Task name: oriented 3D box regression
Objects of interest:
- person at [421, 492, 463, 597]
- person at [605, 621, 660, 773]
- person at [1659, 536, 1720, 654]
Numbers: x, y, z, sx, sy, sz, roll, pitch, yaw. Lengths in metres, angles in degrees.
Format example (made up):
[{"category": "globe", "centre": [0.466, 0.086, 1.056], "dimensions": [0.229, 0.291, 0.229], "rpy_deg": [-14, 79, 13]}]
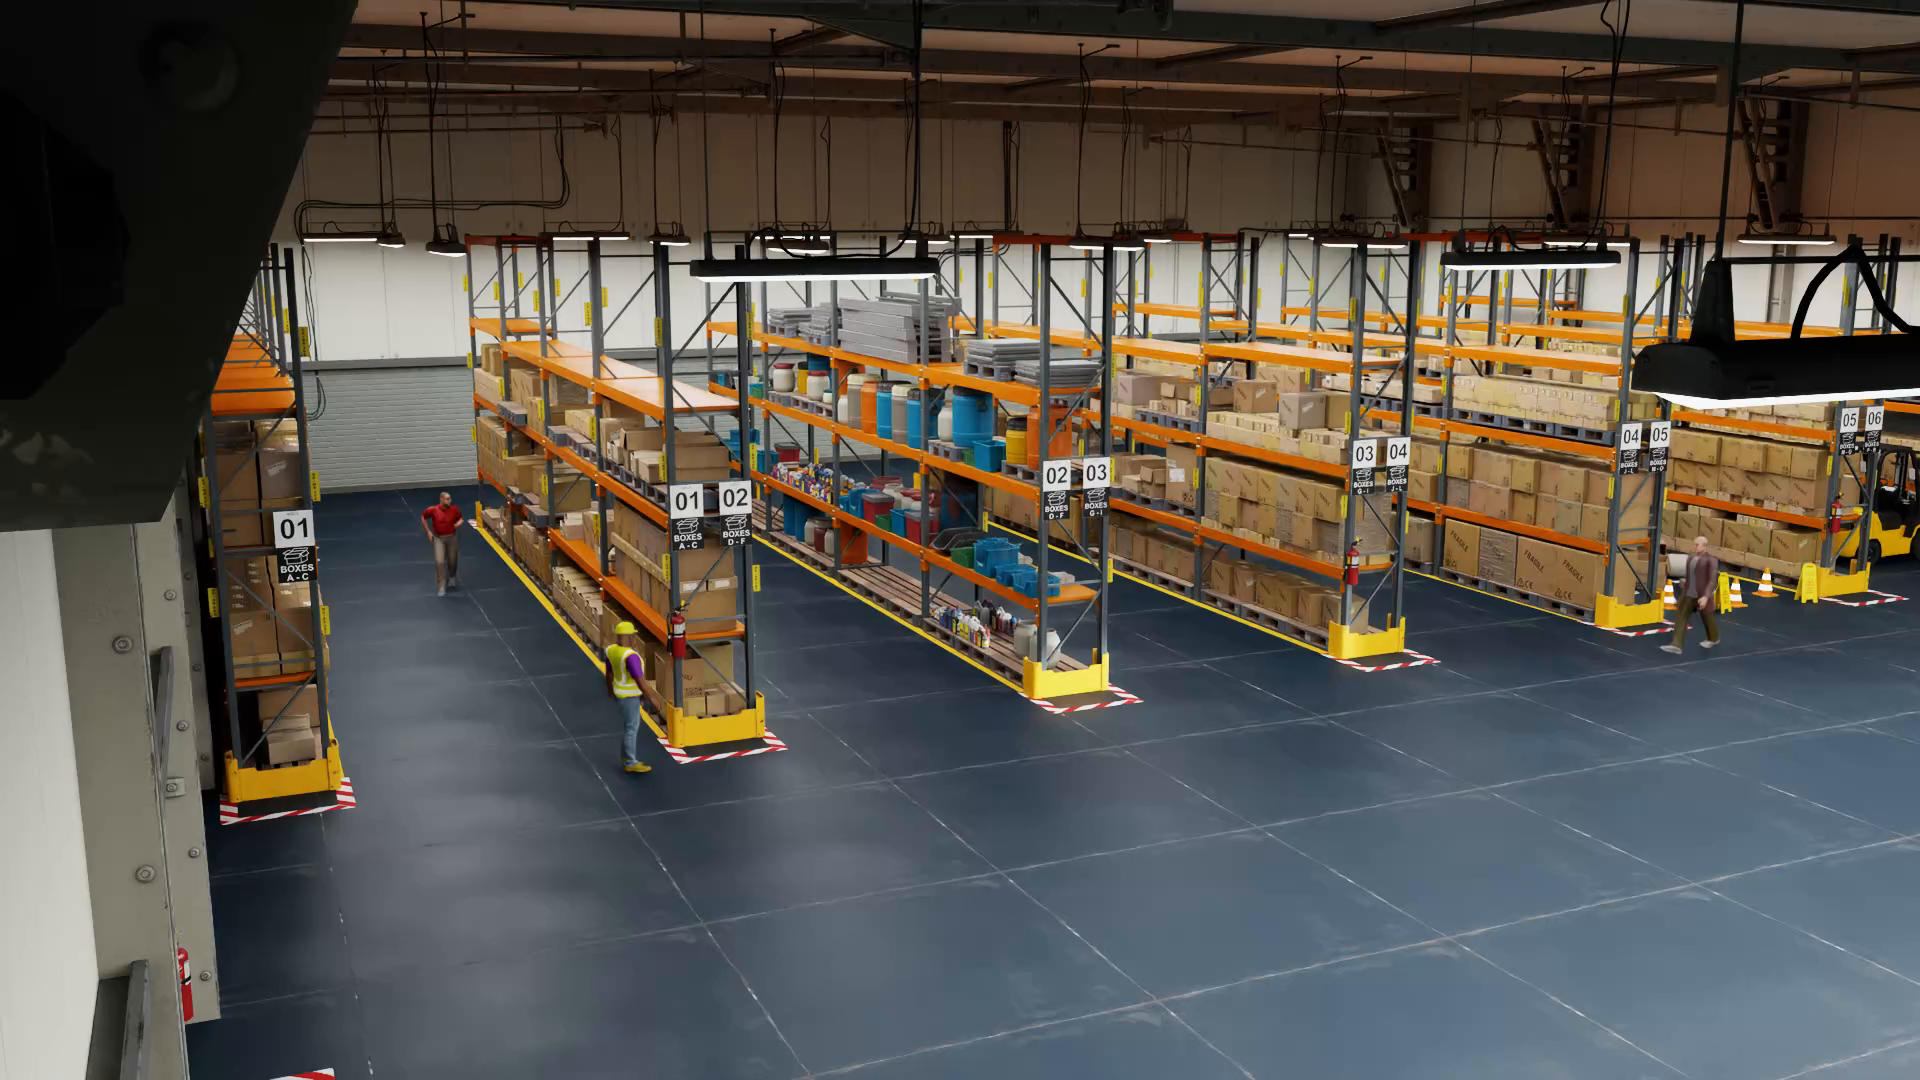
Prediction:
[{"category": "person", "centre": [-8.835, 0.043, 28.455], "dimensions": [0.696, 1.780, 0.846], "rpy_deg": [-4, 12, -19]}, {"category": "person", "centre": [-3.784, 1.814, 19.236], "dimensions": [0.570, 1.814, 0.638], "rpy_deg": [-4, 12, -18]}, {"category": "person", "centre": [10.814, 0.900, 24.412], "dimensions": [1.110, 1.541, 0.532], "rpy_deg": [-10, 15, -42]}]
